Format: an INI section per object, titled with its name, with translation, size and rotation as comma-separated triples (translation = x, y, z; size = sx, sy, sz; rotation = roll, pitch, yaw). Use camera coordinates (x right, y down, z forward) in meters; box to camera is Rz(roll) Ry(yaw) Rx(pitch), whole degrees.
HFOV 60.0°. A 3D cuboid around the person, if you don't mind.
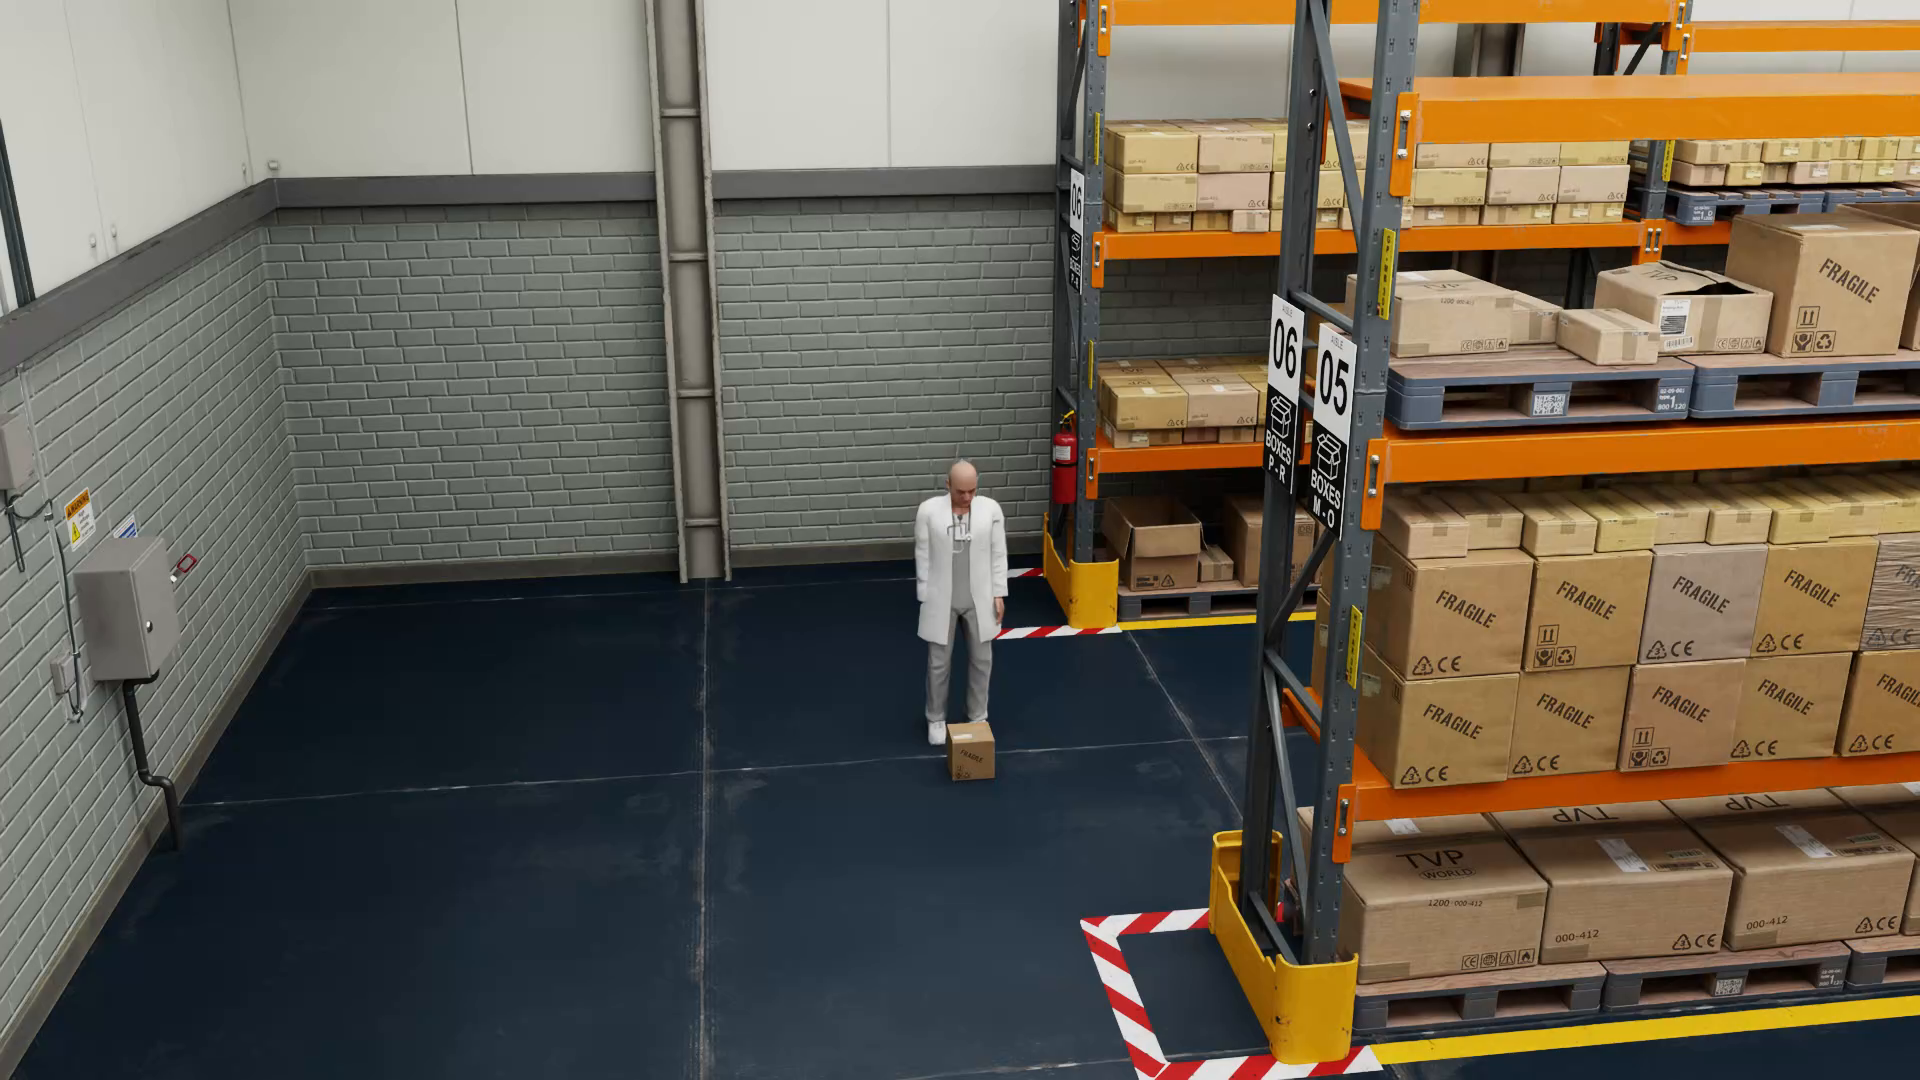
[person]
translation = 0.014, 0.374, 10.079
size = 0.565, 1.772, 0.378
rotation = -2, 20, -7
